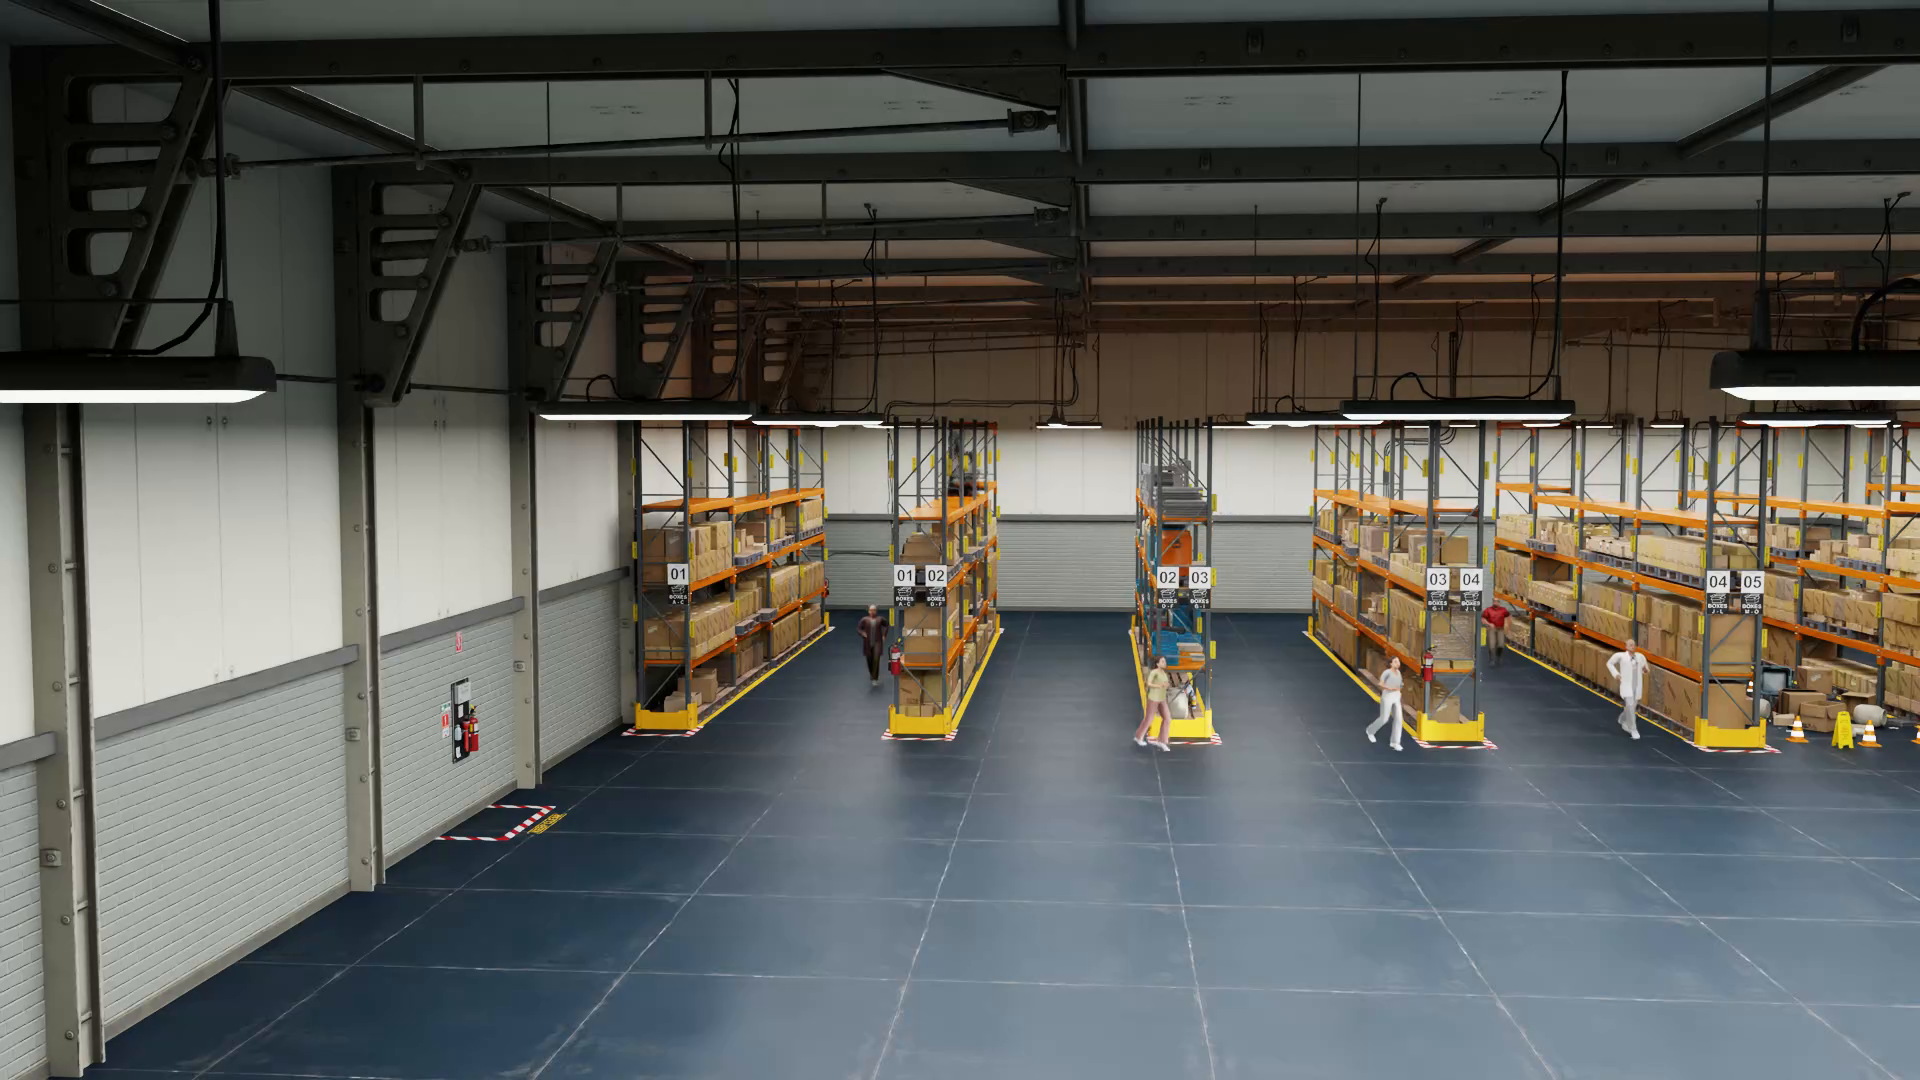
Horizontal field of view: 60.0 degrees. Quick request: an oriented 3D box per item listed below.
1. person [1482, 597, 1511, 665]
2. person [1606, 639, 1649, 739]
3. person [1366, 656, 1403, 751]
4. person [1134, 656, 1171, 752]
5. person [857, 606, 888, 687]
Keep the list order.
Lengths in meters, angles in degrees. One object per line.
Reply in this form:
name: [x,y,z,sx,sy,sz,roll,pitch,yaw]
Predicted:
person: [13.059,2.229,40.445,0.706,1.681,0.582,1,4,8]
person: [12.595,2.768,31.241,0.699,1.806,0.948,0,4,-7]
person: [7.802,2.924,30.131,0.579,1.680,0.847,-2,4,-26]
person: [3.533,2.932,30.010,0.581,1.718,0.765,-4,5,-44]
person: [-1.979,2.385,37.565,0.704,1.728,1.069,0,4,0]
